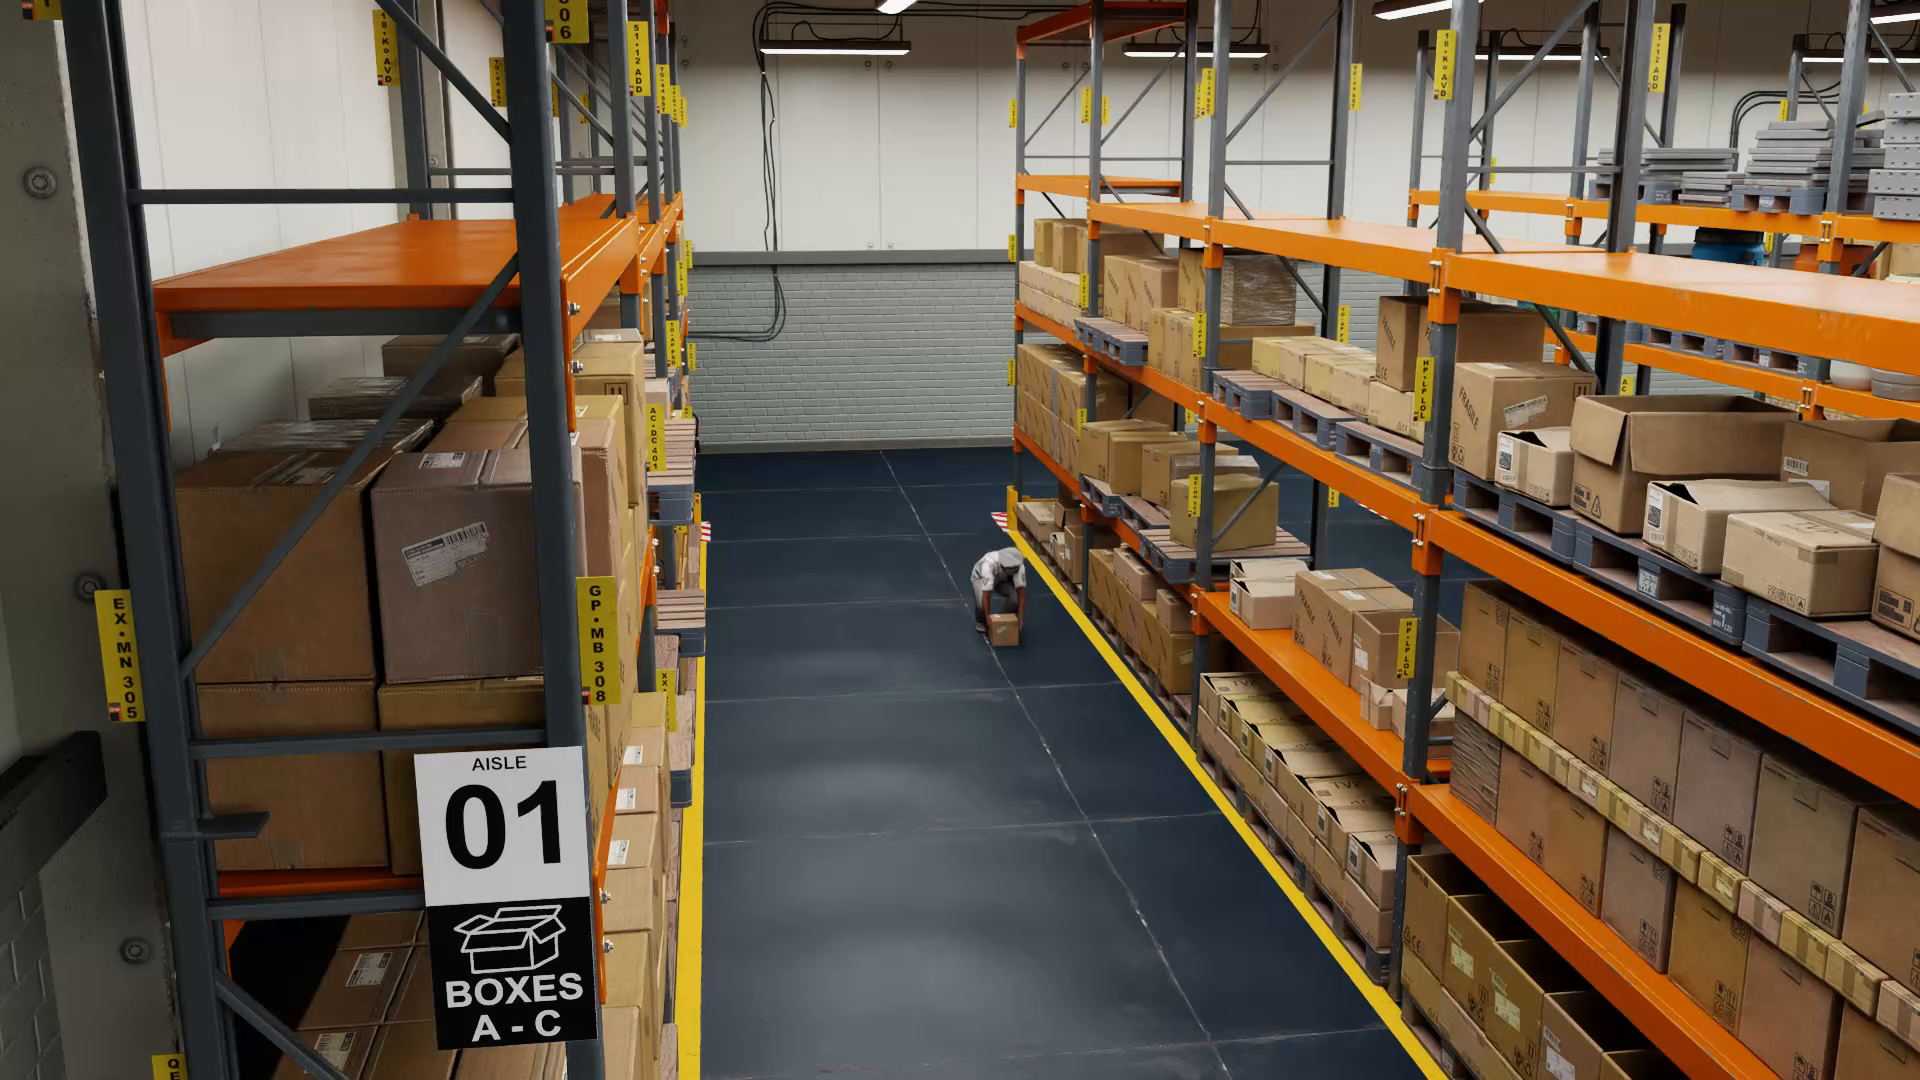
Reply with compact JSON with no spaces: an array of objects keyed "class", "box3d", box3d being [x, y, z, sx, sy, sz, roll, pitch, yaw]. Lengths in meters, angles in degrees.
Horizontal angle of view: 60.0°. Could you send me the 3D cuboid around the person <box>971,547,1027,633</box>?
[{"class":"person","box3d":[0.379,0.462,16.180,0.476,0.913,0.864,-2,13,-10]}]
